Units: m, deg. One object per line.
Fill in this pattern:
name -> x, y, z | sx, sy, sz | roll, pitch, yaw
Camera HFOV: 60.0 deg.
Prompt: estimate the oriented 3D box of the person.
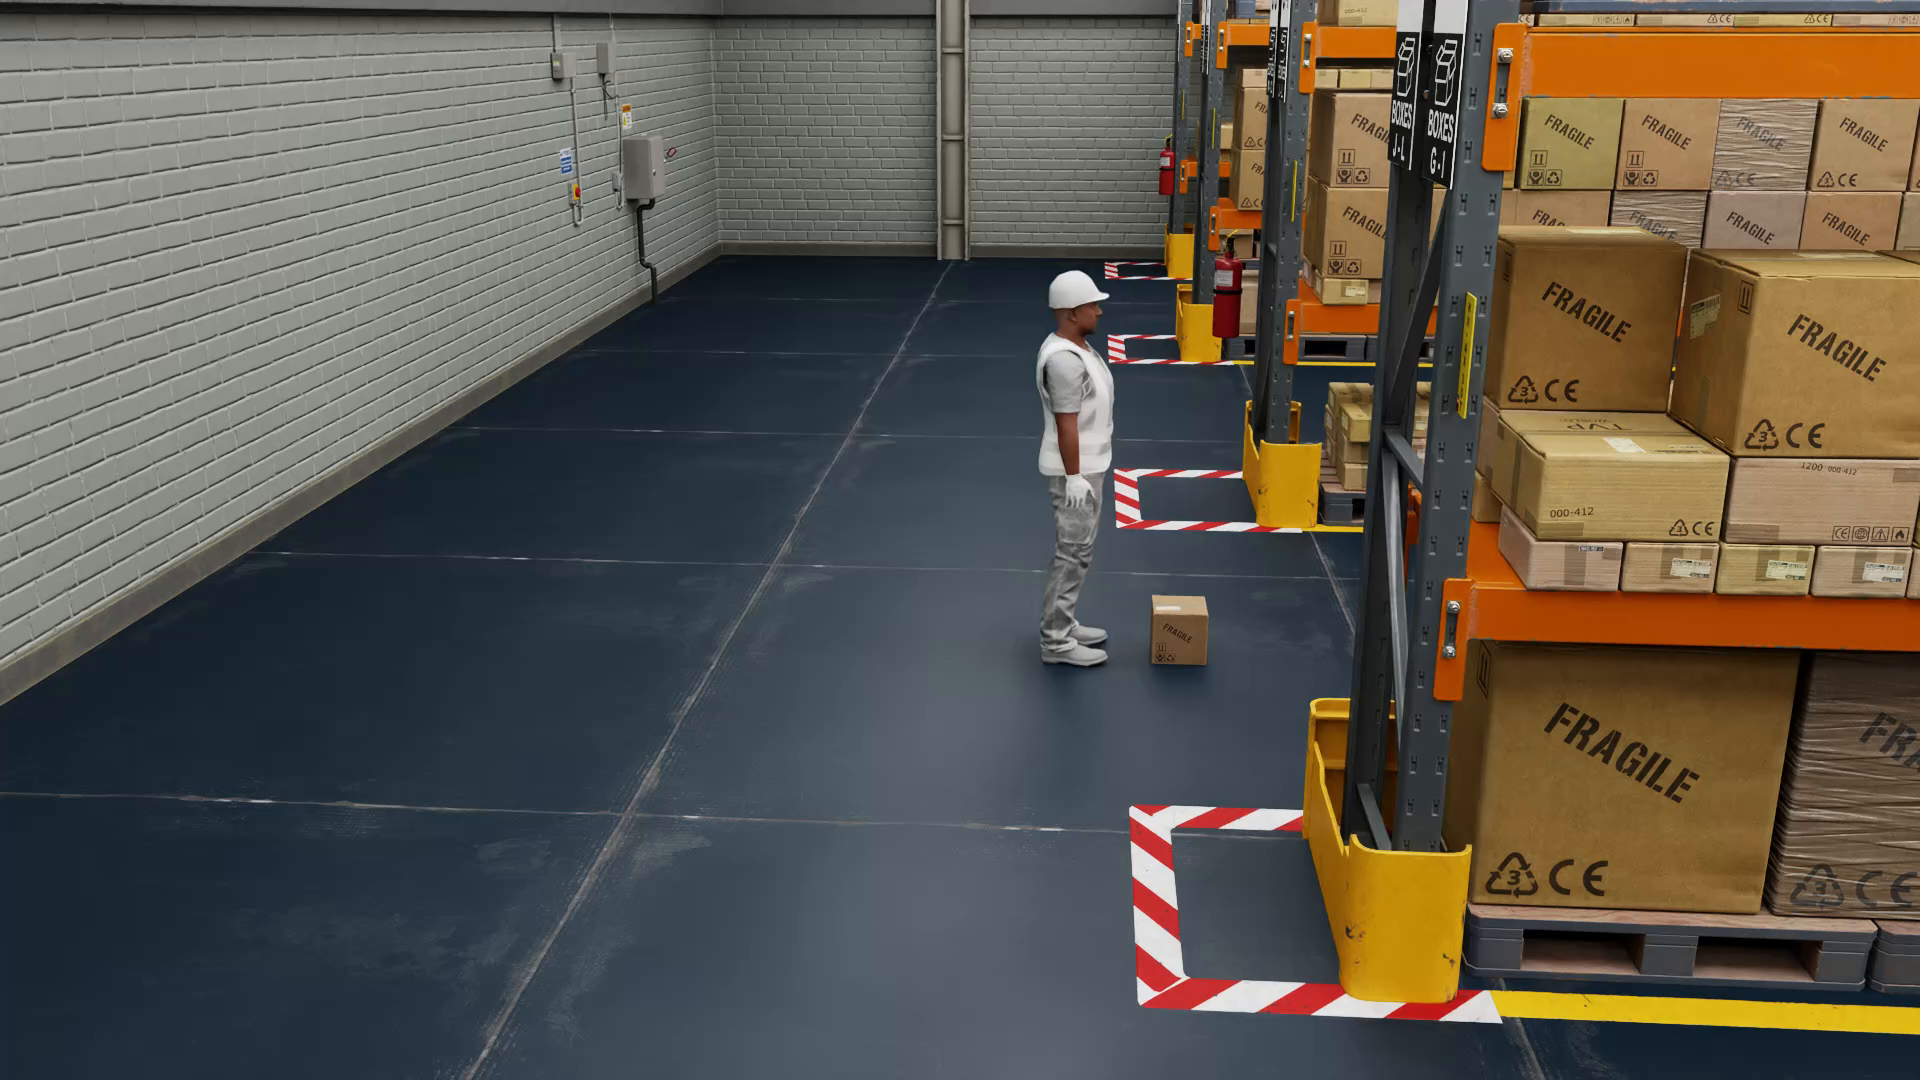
person -> 0.520, -0.328, 7.566 | 0.352, 1.781, 0.542 | 2, 17, 5
